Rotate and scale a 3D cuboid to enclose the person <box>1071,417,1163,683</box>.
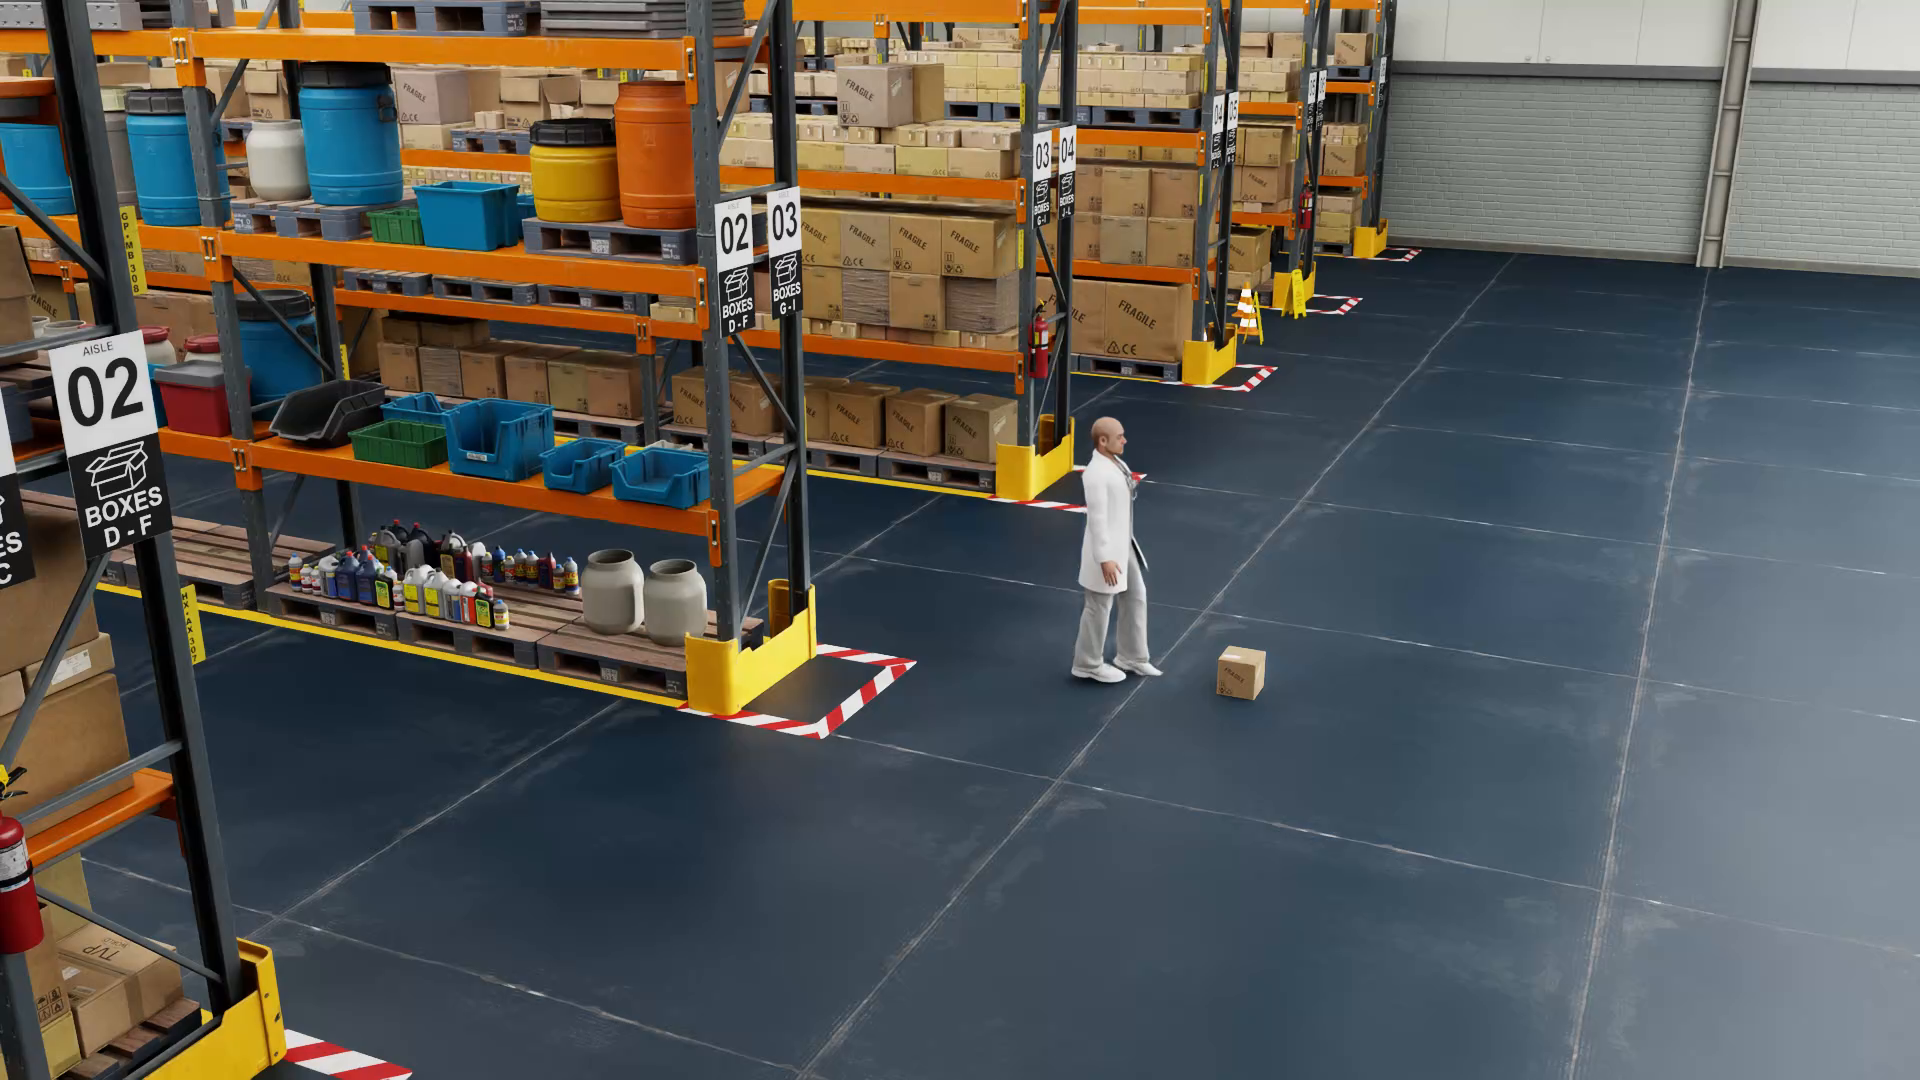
[{"bbox_3d":[1.045,0.104,10.837,0.592,1.848,0.613,6,20,18],"label":"person"}]
